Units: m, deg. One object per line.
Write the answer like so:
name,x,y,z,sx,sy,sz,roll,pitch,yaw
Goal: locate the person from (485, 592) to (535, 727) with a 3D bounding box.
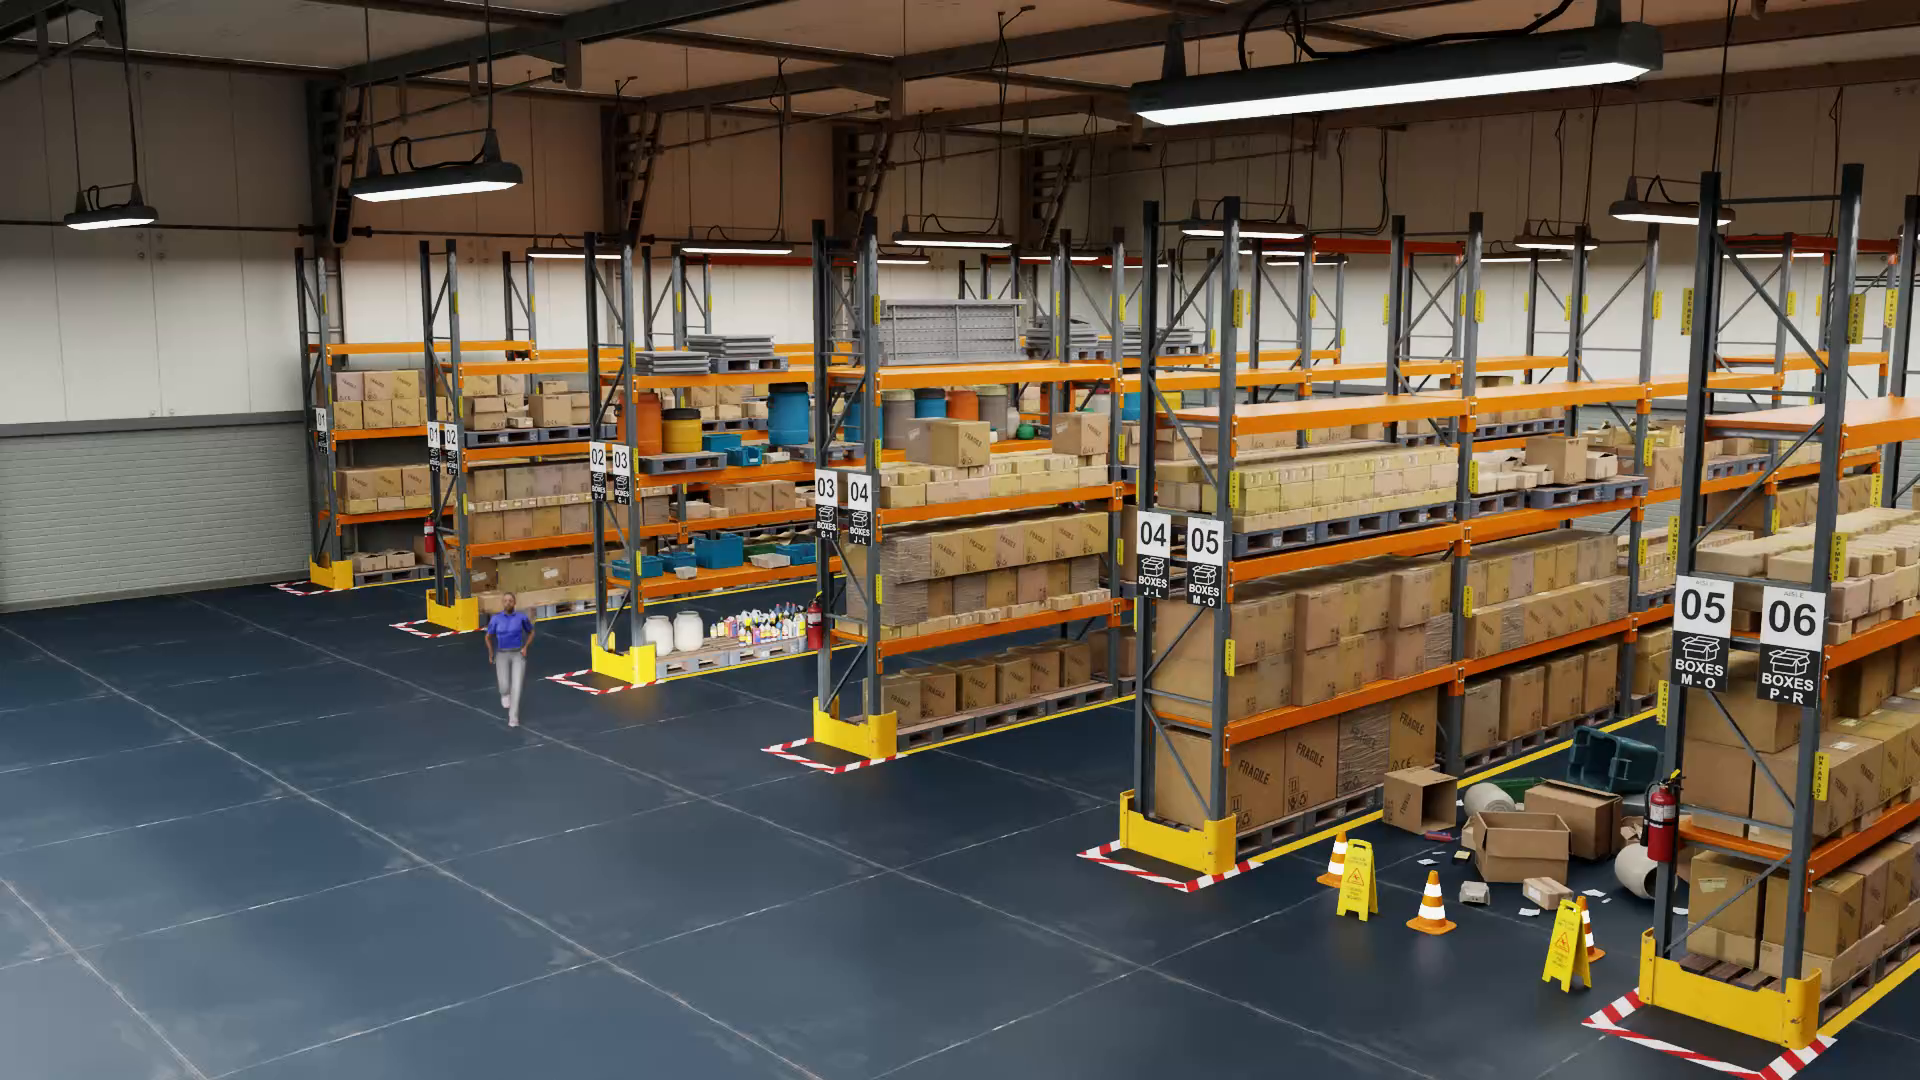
person,-5.461,1.426,20.229,0.585,1.619,0.592,-2,9,-15
